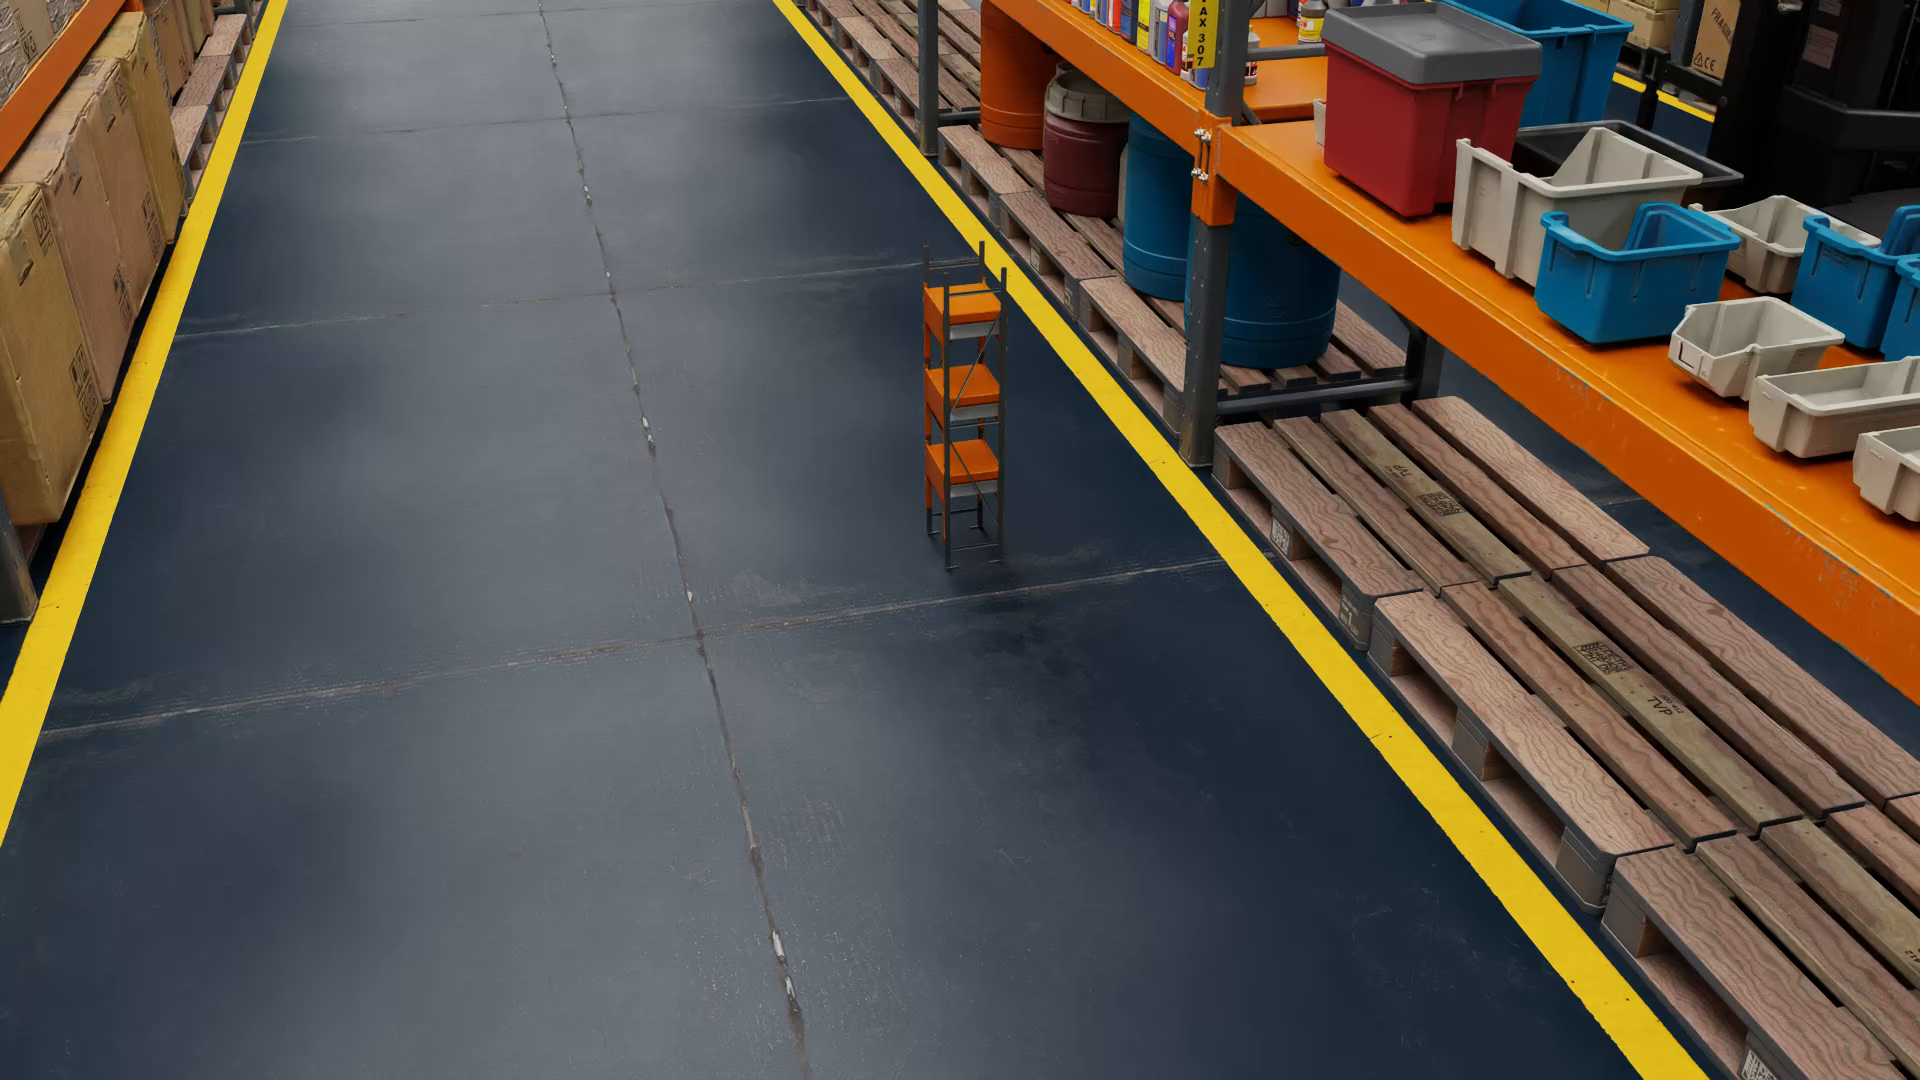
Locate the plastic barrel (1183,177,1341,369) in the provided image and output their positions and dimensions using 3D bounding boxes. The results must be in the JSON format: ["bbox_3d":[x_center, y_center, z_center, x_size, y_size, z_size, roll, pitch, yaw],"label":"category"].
[{"bbox_3d":[1.196,-1.193,6.492,0.600,0.901,0.708,-8,31,-13],"label":"plastic barrel"}]

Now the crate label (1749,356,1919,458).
[{"bbox_3d":[1.835,-0.277,3.438,0.396,0.136,0.243,-8,31,-13],"label":"crate label"}]

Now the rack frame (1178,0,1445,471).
[{"bbox_3d":[1.324,-1.654,5.614,1.000,3.000,0.127,-8,31,-13],"label":"rack frame"}]

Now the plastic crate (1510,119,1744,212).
[{"bbox_3d":[1.880,-1.056,4.795,0.437,0.125,0.590,-8,31,-13],"label":"plastic crate"}]

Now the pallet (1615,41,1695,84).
[{"bbox_3d":[4.858,-3.439,11.481,1.003,0.211,1.213,-8,31,-13],"label":"pallet"}]

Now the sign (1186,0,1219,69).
[{"bbox_3d":[0.793,-1.702,5.419,0.100,0.325,0.005,-8,31,-13],"label":"sign"}]

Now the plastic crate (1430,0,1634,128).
[{"bbox_3d":[1.777,-1.493,5.291,0.392,0.384,0.575,-8,31,-13],"label":"plastic crate"}]

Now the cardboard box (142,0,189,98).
[{"bbox_3d":[-5.026,-2.896,9.815,0.700,0.500,0.500,-5,30,-9],"label":"cardboard box"}]

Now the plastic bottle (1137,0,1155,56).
[{"bbox_3d":[0.765,-2.033,6.318,0.144,0.351,0.185,-8,31,-13],"label":"plastic bottle"}]

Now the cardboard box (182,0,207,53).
[{"bbox_3d":[-5.324,-3.436,10.748,0.700,0.500,0.500,-8,31,-14],"label":"cardboard box"}]

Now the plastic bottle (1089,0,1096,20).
[{"bbox_3d":[0.584,-2.253,6.846,0.097,0.201,0.097,0,30,0],"label":"plastic bottle"}]

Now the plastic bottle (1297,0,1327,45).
[{"bbox_3d":[1.356,-1.994,6.398,0.097,0.201,0.097,0,30,0],"label":"plastic bottle"}]

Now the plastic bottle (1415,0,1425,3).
[{"bbox_3d":[1.638,-1.838,6.047,0.061,0.283,0.133,-8,31,-13],"label":"plastic bottle"}]

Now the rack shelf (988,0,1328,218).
[{"bbox_3d":[0.793,-2.309,7.463,1.077,0.370,4.000,-8,31,-13],"label":"rack shelf"}]

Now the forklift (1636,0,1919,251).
[{"bbox_3d":[3.139,-1.832,5.990,1.130,2.935,3.031,-6,31,-10],"label":"forklift"}]

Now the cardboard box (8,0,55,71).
[{"bbox_3d":[-3.741,-2.028,6.159,0.500,0.500,0.500,-7,31,-12],"label":"cardboard box"}]

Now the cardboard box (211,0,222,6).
[{"bbox_3d":[-5.642,-4.158,12.015,0.500,0.500,0.500,-9,31,-15],"label":"cardboard box"}]

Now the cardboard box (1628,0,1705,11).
[{"bbox_3d":[4.663,-3.698,10.910,0.500,0.311,0.500,-7,31,-12],"label":"cardboard box"}]

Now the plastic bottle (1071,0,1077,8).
[{"bbox_3d":[0.523,-2.365,7.040,0.097,0.201,0.097,0,30,0],"label":"plastic bottle"}]

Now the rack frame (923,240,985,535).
[{"bbox_3d":[-0.018,-0.487,5.544,0.200,1.050,0.008,-8,31,-13],"label":"rack frame"}]

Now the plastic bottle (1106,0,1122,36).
[{"bbox_3d":[0.677,-2.168,6.625,0.152,0.276,0.135,-8,31,-13],"label":"plastic bottle"}]

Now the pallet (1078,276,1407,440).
[{"bbox_3d":[1.160,-0.826,6.966,1.003,0.211,1.213,-8,31,-13],"label":"pallet"}]

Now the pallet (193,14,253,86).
[{"bbox_3d":[-5.366,-3.277,11.201,1.003,0.211,1.213,-8,31,-13],"label":"pallet"}]

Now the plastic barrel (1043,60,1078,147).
[{"bbox_3d":[0.645,-2.196,8.614,0.421,0.512,0.421,0,30,0],"label":"plastic barrel"}]

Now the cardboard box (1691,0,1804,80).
[{"bbox_3d":[4.885,-3.094,10.157,0.500,0.500,0.500,-7,31,-11],"label":"cardboard box"}]

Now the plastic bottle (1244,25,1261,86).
[{"bbox_3d":[1.023,-1.741,5.962,0.097,0.201,0.097,0,30,0],"label":"plastic bottle"}]

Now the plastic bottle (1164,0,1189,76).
[{"bbox_3d":[0.803,-1.857,6.080,0.061,0.283,0.133,-8,31,-13],"label":"plastic bottle"}]

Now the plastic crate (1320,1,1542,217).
[{"bbox_3d":[1.320,-1.243,4.780,0.402,0.464,0.583,-8,31,-13],"label":"plastic crate"}]

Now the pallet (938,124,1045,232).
[{"bbox_3d":[0.512,-2.004,9.002,1.003,0.211,1.213,-8,31,-13],"label":"pallet"}]

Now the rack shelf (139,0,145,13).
[{"bbox_3d":[-5.044,-3.582,9.663,1.077,0.370,4.000,-8,31,-13],"label":"rack shelf"}]

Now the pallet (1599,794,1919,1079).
[{"bbox_3d":[2.205,1.081,3.671,1.003,0.211,1.213,-8,31,-13],"label":"pallet"}]

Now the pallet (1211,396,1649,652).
[{"bbox_3d":[1.557,-0.097,5.707,1.003,0.211,1.213,-8,31,-13],"label":"pallet"}]

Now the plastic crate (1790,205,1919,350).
[{"bbox_3d":[2.209,-0.620,3.934,0.416,0.233,0.300,-8,31,-13],"label":"plastic crate"}]

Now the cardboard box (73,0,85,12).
[{"bbox_3d":[-4.016,-2.524,7.016,0.500,0.500,0.500,-8,31,-14],"label":"cardboard box"}]

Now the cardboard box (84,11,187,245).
[{"bbox_3d":[-4.350,-1.854,7.660,1.225,0.875,0.875,-9,31,-16],"label":"cardboard box"}]

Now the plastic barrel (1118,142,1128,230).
[{"bbox_3d":[0.945,-1.651,7.672,0.421,0.512,0.421,0,30,0],"label":"plastic barrel"}]

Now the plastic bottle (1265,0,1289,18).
[{"bbox_3d":[1.323,-2.322,6.891,0.152,0.276,0.135,-8,31,-13],"label":"plastic bottle"}]

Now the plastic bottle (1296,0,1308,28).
[{"bbox_3d":[1.416,-2.173,6.708,0.097,0.201,0.097,0,30,0],"label":"plastic bottle"}]

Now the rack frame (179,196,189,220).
[{"bbox_3d":[-4.513,-2.928,7.814,1.000,3.000,0.127,-8,31,-13],"label":"rack frame"}]

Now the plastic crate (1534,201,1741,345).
[{"bbox_3d":[1.594,-0.634,3.958,0.416,0.233,0.300,-8,31,-13],"label":"plastic crate"}]

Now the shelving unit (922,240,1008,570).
[{"bbox_3d":[0.014,-0.429,5.442,0.215,1.050,0.252,-8,31,-13],"label":"shelving unit"}]

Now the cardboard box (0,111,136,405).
[{"bbox_3d":[-3.878,-0.996,6.178,1.225,0.875,0.875,-9,31,-15],"label":"cardboard box"}]

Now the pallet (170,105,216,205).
[{"bbox_3d":[-4.719,-2.098,9.165,1.003,0.211,1.213,-8,31,-13],"label":"pallet"}]

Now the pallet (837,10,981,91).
[{"bbox_3d":[-0.226,-3.347,11.321,1.003,0.211,1.213,-8,31,-13],"label":"pallet"}]

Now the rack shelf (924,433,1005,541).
[{"bbox_3d":[0.014,-0.179,5.587,0.215,0.259,0.240,-8,31,-13],"label":"rack shelf"}]

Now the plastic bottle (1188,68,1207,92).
[{"bbox_3d":[0.908,-1.748,5.899,0.152,0.276,0.135,-8,31,-13],"label":"plastic bottle"}]

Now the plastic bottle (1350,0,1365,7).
[{"bbox_3d":[1.529,-1.997,6.334,0.097,0.271,0.097,0,30,0],"label":"plastic bottle"}]

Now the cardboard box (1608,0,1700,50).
[{"bbox_3d":[4.665,-3.456,11.053,0.500,0.250,0.500,-7,31,-12],"label":"cardboard box"}]

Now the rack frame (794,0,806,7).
[{"bbox_3d":[-0.799,-5.518,12.289,1.000,3.000,0.127,-8,31,-13],"label":"rack frame"}]
